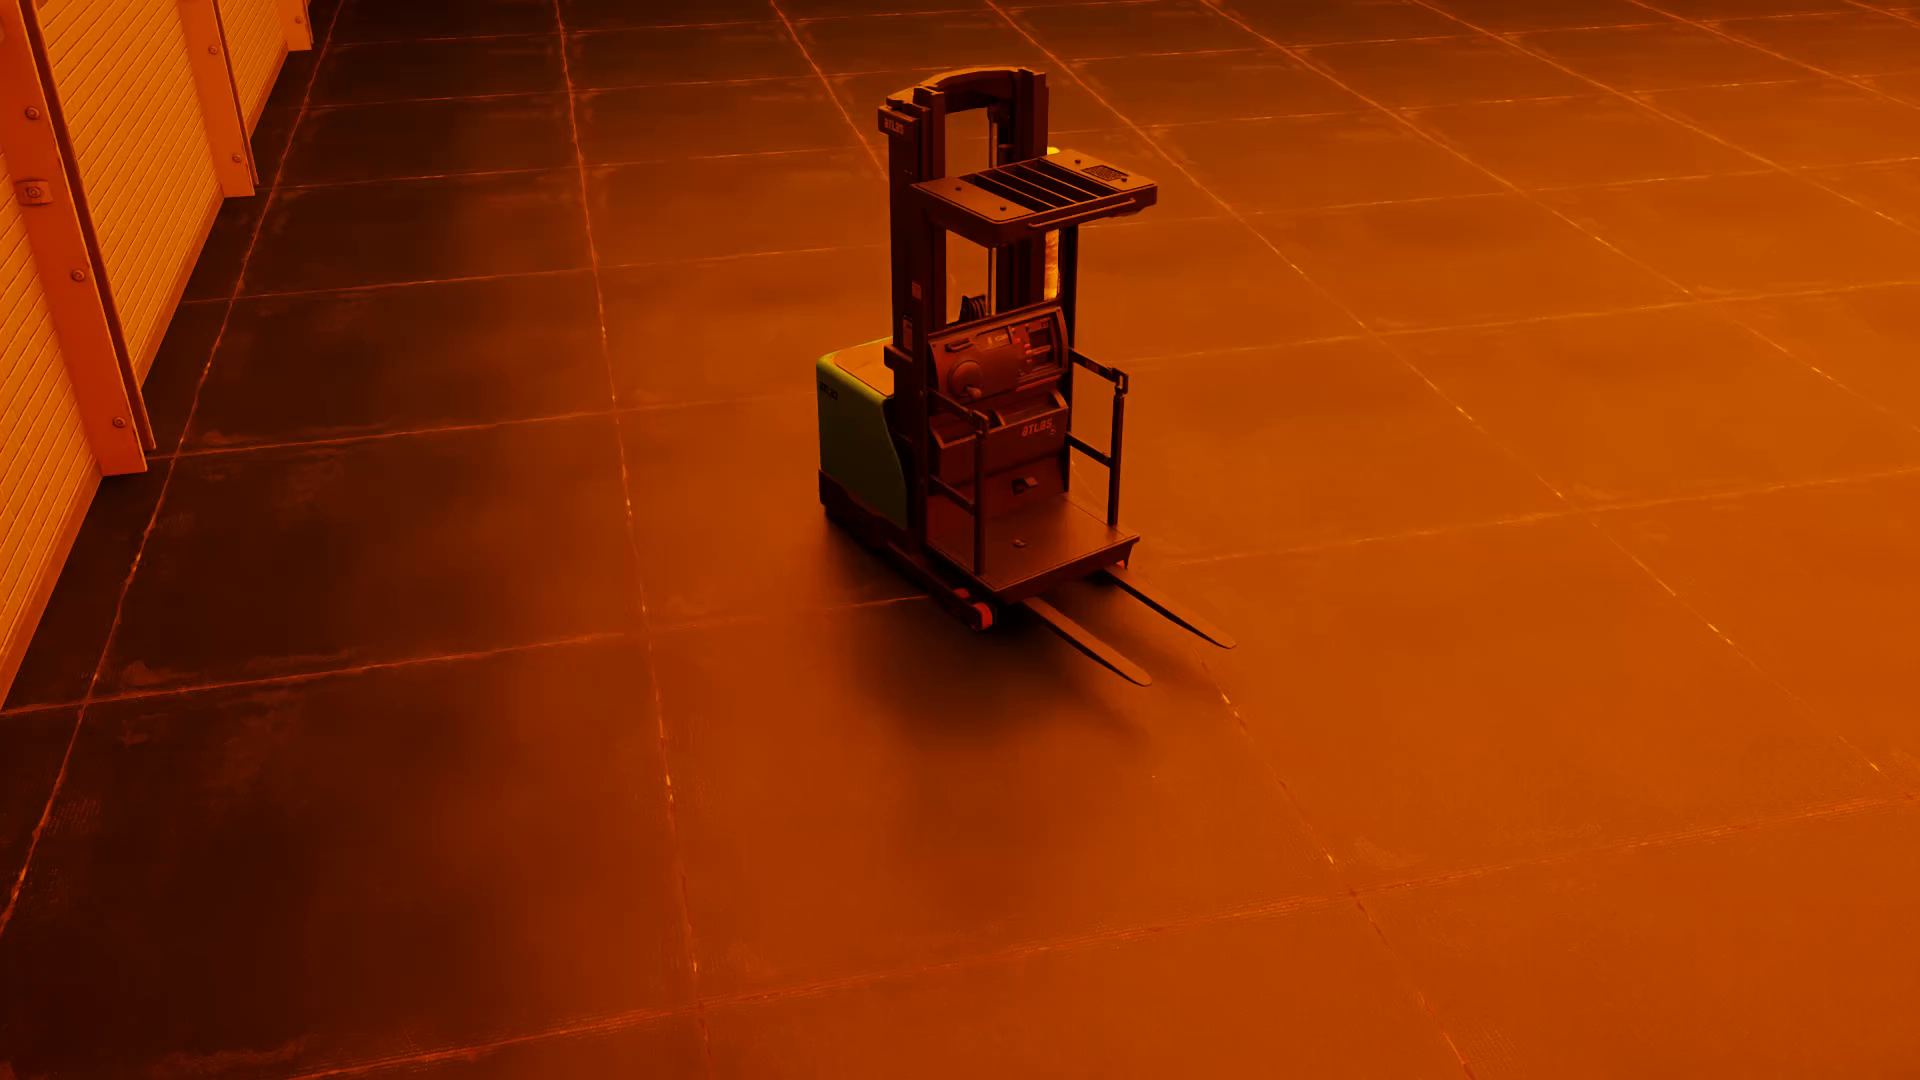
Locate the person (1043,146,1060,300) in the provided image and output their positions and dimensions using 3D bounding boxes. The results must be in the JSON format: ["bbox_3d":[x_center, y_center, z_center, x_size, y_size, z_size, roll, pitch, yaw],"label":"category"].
[{"bbox_3d":[0.577,-2.483,13.015,0.633,1.802,0.478,-7,31,-12],"label":"person"}]

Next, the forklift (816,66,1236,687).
[{"bbox_3d":[0.355,-1.021,9.338,1.130,2.935,3.031,-20,35,-30],"label":"forklift"}]
